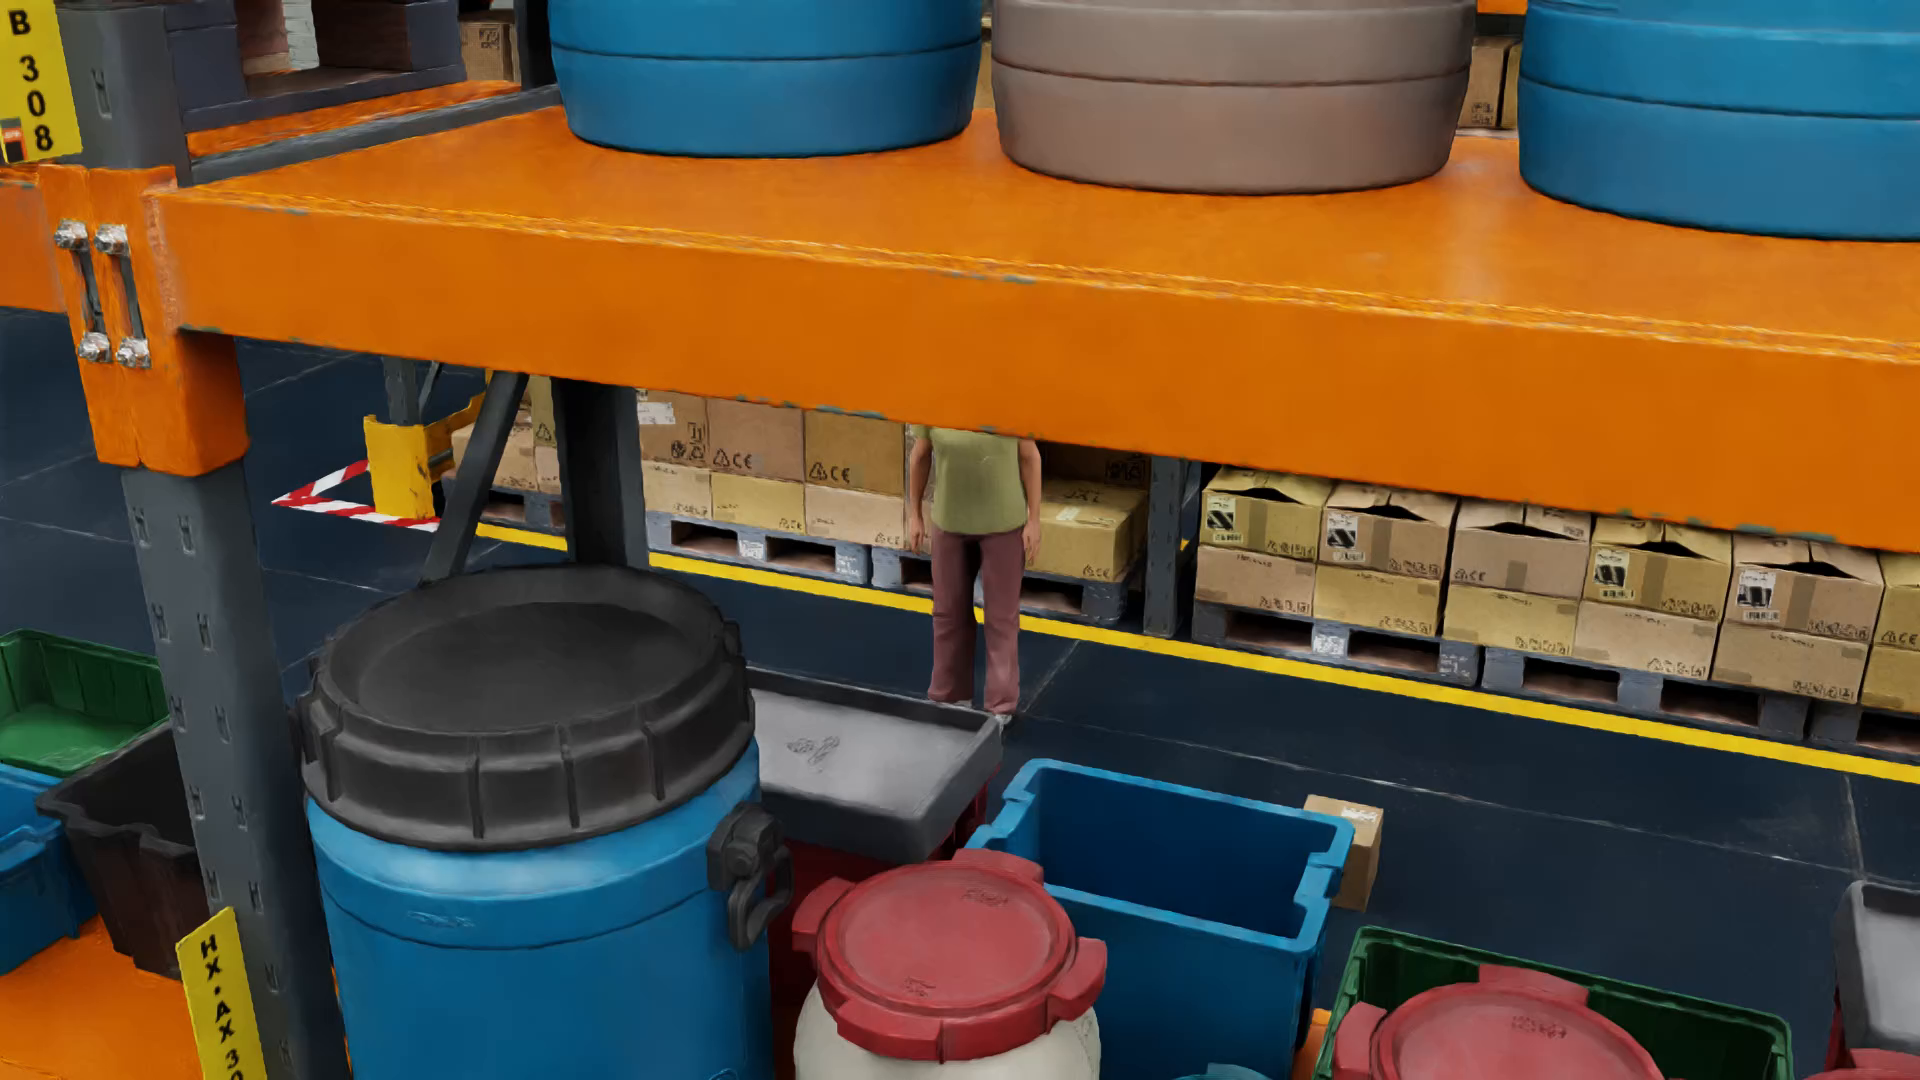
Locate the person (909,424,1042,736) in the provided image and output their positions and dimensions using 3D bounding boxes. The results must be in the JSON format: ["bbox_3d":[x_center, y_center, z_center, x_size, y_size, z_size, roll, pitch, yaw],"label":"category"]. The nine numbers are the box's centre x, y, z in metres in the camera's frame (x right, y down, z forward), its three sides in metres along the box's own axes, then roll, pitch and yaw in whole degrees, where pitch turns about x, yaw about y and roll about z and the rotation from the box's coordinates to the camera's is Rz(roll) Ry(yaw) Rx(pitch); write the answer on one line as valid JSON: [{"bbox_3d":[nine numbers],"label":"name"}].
[{"bbox_3d":[0.040,-0.049,6.149,0.525,1.681,0.374,5,23,12],"label":"person"}]
